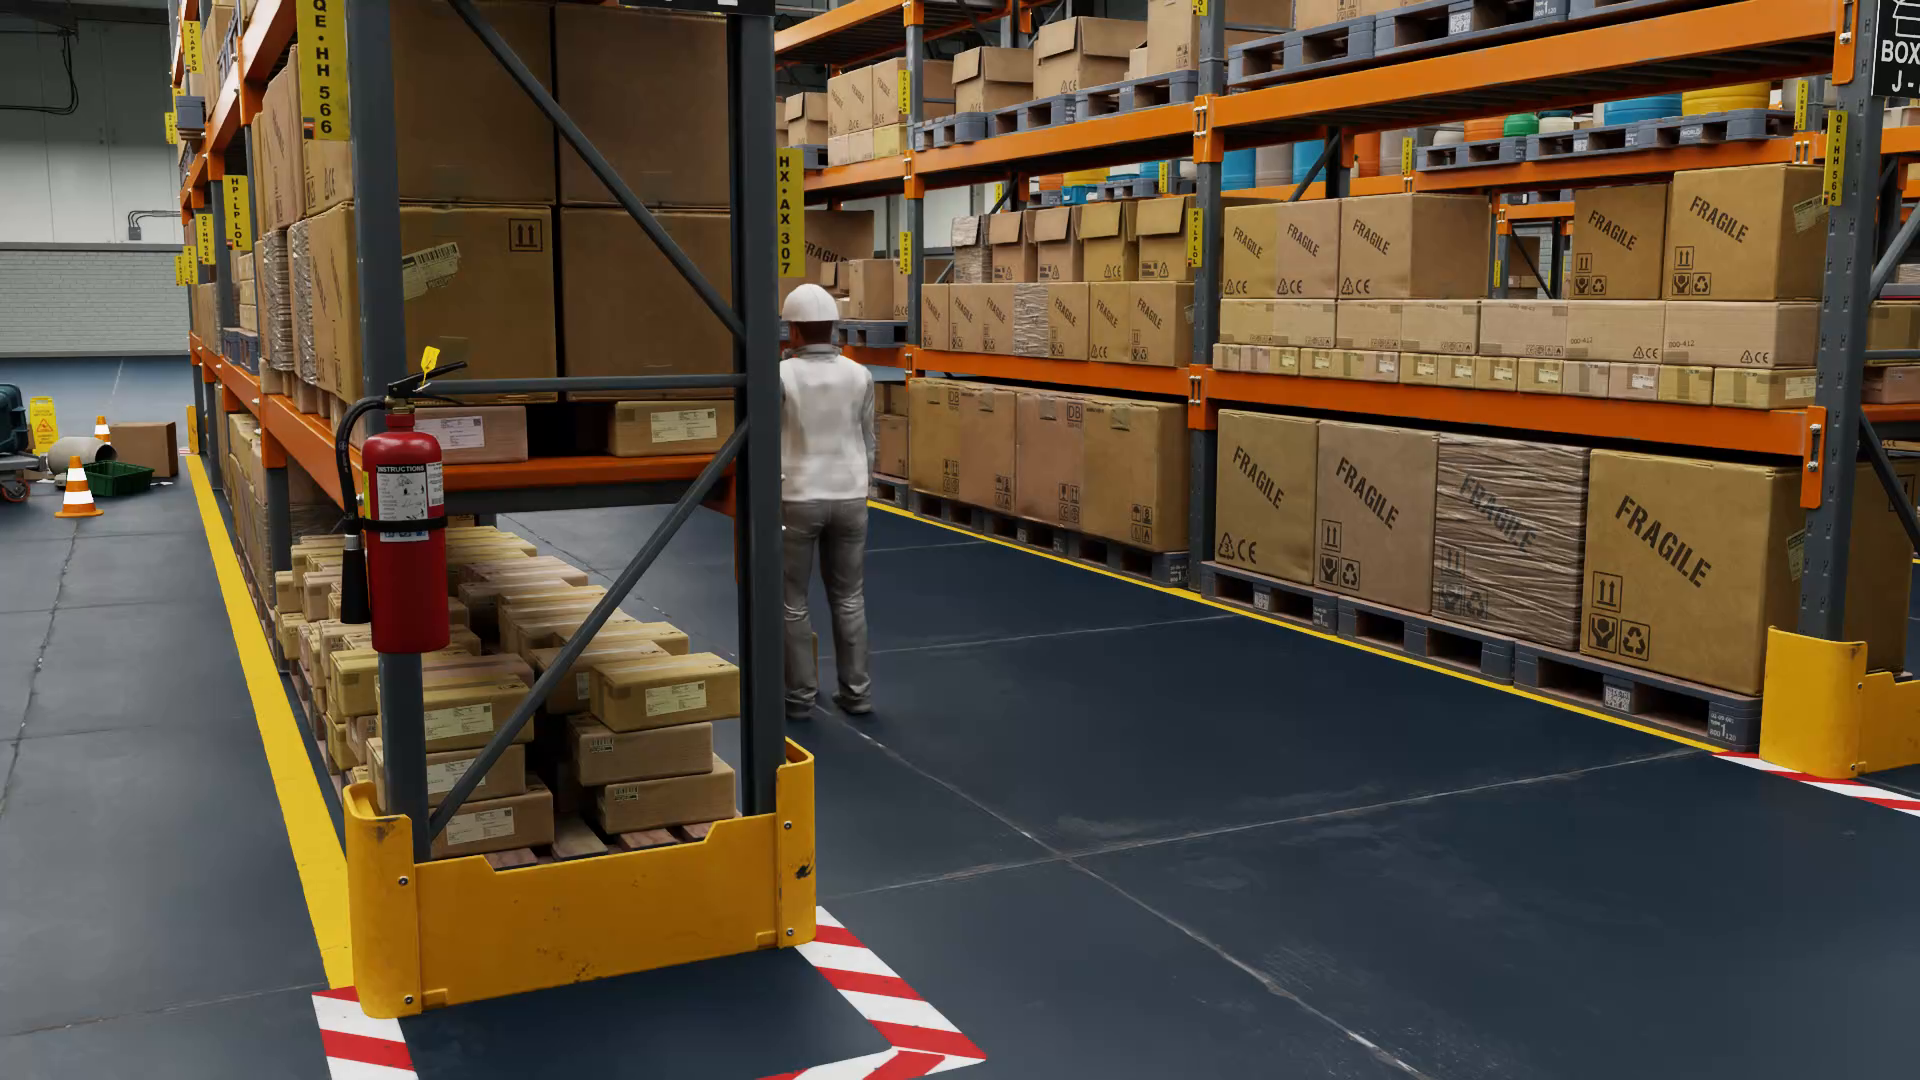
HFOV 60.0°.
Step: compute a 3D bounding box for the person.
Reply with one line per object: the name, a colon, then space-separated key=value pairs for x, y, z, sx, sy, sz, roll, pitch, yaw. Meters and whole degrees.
person: x=-0.607 y=-0.151 z=6.829 sx=0.533 sy=1.775 sz=0.359 roll=-4 pitch=9 yaw=-25
